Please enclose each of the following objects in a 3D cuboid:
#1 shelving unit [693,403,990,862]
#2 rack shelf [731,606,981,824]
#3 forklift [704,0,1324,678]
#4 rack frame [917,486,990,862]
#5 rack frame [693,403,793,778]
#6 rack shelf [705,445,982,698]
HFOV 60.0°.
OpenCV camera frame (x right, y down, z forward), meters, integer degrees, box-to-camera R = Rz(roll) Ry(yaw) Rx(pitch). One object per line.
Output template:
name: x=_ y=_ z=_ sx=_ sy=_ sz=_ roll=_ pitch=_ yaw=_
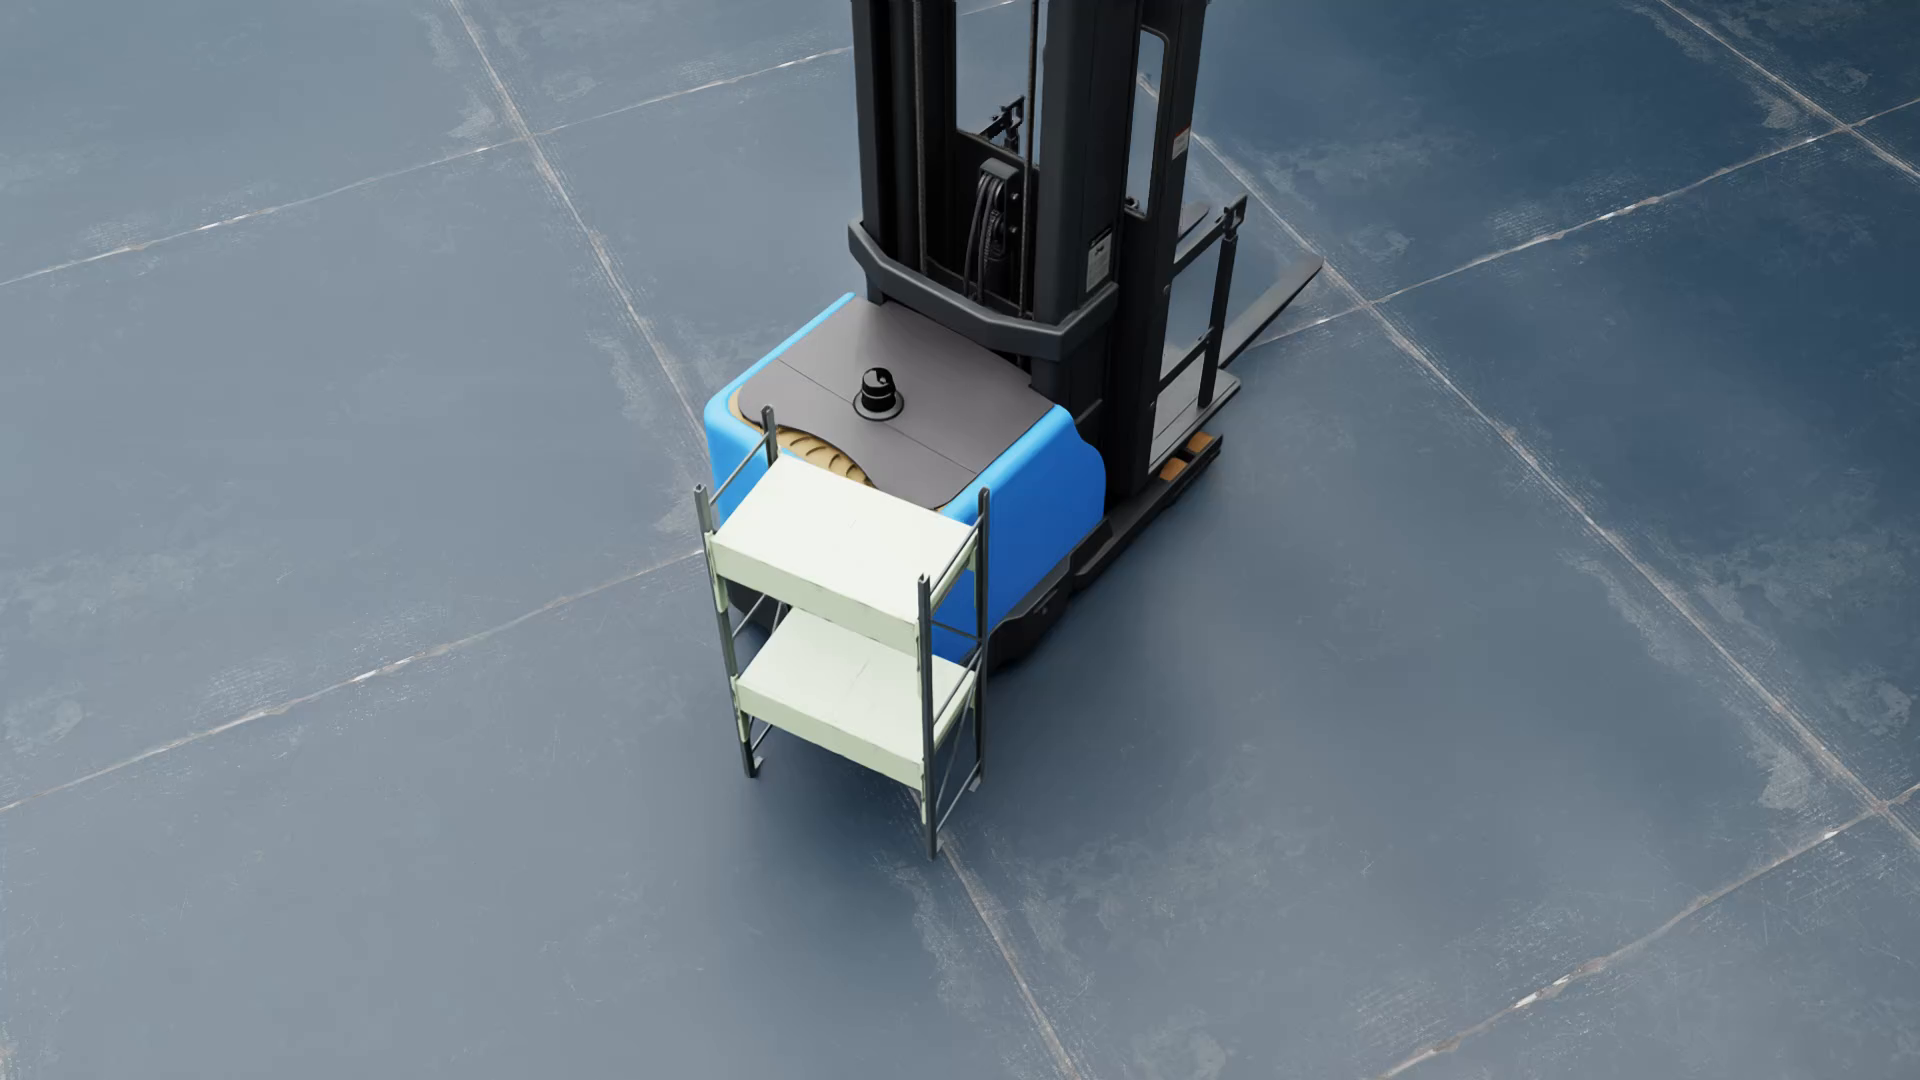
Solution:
shelving unit: x=-0.338 y=0.345 z=5.343 sx=0.755 sy=1.500 sz=0.431 roll=21 pitch=52 yaw=18
rack shelf: x=-0.338 y=0.558 z=5.590 sx=0.720 sy=0.370 sz=0.431 roll=21 pitch=52 yaw=18
forklift: x=0.427 y=-1.349 z=5.876 sx=1.130 sy=2.935 sz=3.031 roll=31 pitch=56 yaw=24
rack frame: x=-0.014 y=0.472 z=5.232 sx=0.023 sy=1.500 sz=0.400 roll=21 pitch=52 yaw=18
rack frame: x=-0.663 y=0.217 z=5.455 sx=0.023 sy=1.500 sz=0.400 roll=21 pitch=52 yaw=18
rack shelf: x=-0.339 y=0.089 z=5.048 sx=0.720 sy=0.370 sz=0.431 roll=21 pitch=52 yaw=18
